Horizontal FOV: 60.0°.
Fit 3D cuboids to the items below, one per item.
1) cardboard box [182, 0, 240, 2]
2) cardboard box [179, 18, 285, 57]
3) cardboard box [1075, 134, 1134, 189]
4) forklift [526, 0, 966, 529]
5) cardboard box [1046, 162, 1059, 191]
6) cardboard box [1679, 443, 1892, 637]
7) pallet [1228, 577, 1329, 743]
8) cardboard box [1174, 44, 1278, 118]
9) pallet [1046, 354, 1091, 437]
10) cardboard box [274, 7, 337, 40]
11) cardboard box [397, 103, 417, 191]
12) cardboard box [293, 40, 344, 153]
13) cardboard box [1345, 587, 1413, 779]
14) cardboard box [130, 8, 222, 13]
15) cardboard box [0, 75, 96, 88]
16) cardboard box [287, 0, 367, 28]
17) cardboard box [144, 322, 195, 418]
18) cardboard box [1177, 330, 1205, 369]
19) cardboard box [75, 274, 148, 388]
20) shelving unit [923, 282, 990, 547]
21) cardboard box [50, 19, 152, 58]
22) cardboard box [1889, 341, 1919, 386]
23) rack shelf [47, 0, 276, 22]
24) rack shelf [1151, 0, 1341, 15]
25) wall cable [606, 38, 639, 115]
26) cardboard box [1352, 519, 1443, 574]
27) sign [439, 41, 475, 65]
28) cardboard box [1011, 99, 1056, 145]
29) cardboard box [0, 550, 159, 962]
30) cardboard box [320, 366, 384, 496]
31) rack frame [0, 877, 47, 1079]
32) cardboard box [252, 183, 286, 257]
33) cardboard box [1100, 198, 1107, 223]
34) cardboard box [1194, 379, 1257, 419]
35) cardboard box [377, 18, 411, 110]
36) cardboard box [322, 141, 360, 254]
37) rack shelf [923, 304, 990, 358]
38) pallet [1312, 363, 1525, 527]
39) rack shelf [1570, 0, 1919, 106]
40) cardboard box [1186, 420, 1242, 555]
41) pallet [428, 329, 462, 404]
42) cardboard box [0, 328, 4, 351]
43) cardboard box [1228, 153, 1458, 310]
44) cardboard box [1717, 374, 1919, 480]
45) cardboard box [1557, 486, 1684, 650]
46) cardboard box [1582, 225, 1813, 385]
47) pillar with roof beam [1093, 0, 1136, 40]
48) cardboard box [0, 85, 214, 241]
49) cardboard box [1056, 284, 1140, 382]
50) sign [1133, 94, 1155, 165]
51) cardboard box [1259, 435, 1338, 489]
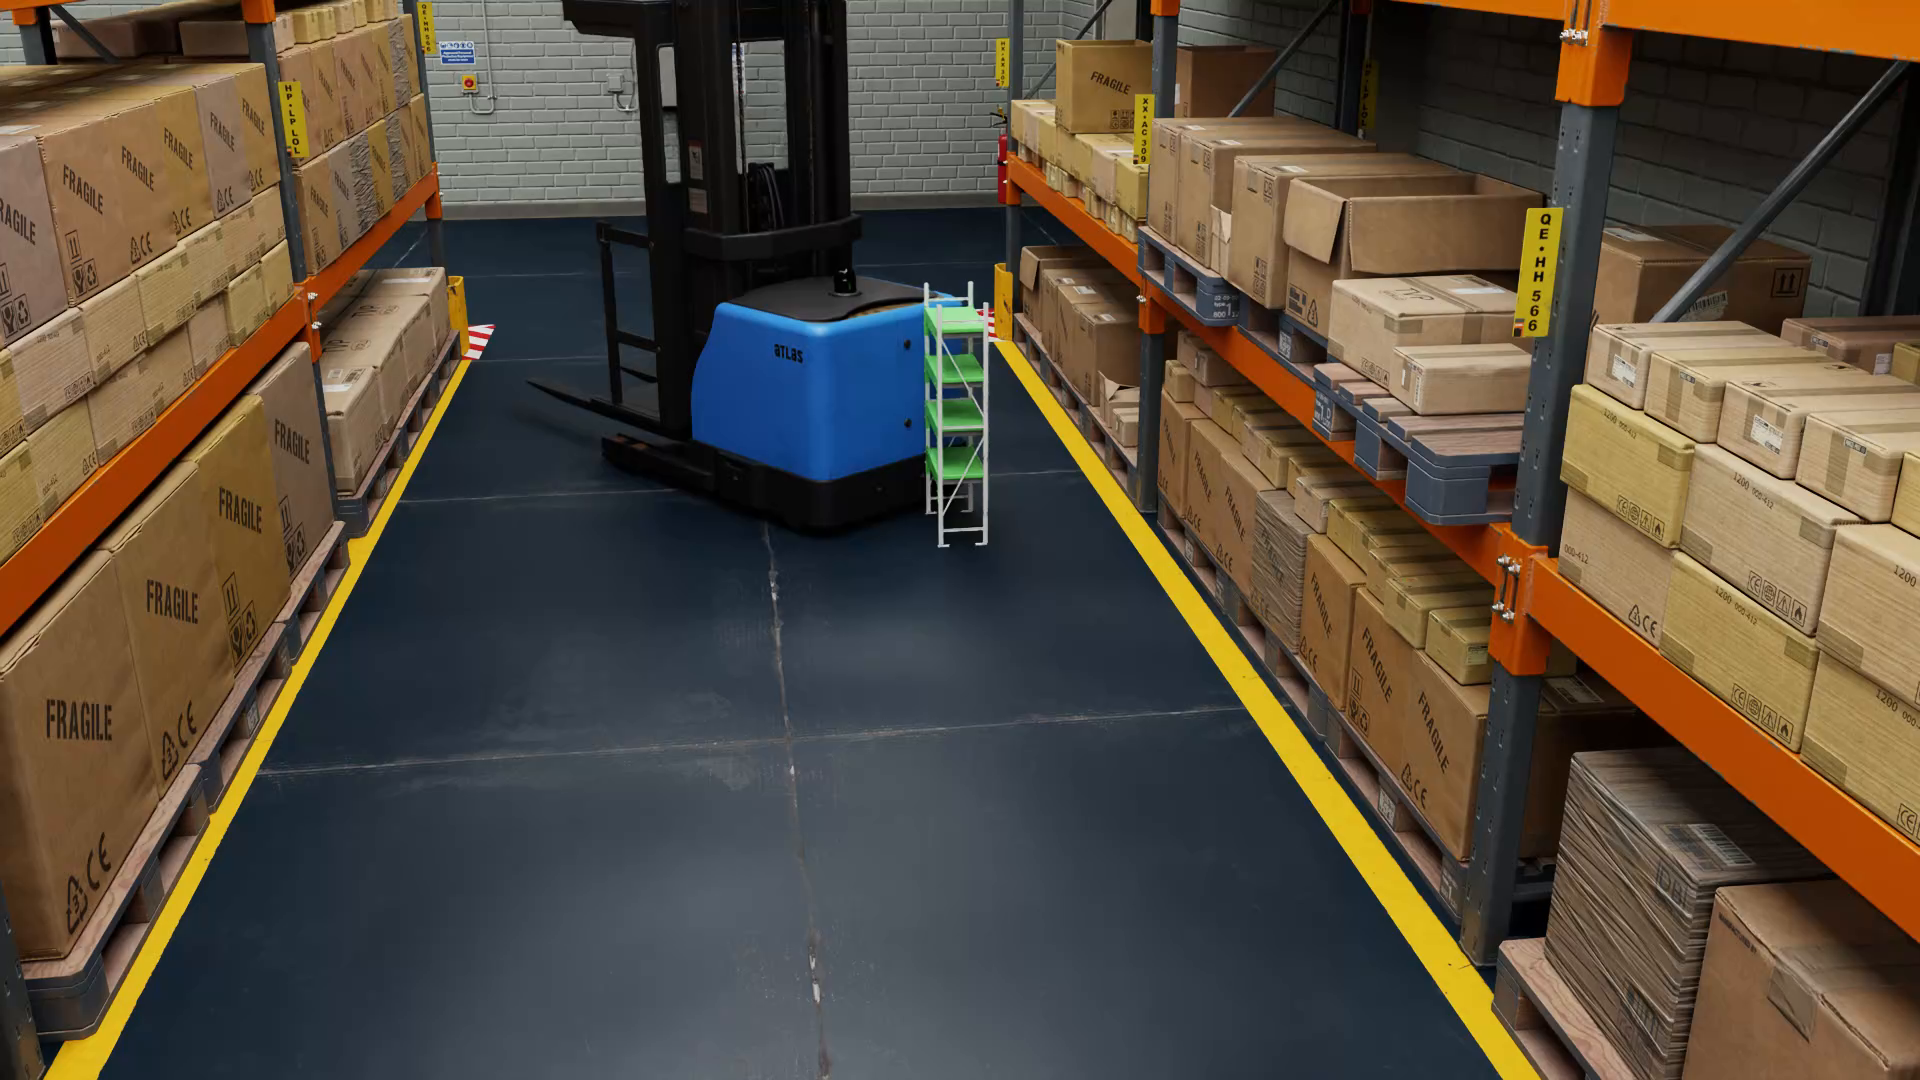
[{"bbox_3d":[-4.123,-2.947,9.320,0.380,0.149,0.250,-3,21,-7],"label":"cardboard box"},{"bbox_3d":[-3.284,-2.271,7.510,0.380,0.149,0.250,-3,21,-9],"label":"cardboard box"},{"bbox_3d":[0.955,-2.160,9.502,0.500,0.250,0.500,-3,21,-8],"label":"cardboard box"},{"bbox_3d":[-1.364,-1.854,8.991,1.130,2.935,3.031,-19,28,-41],"label":"forklift"},{"bbox_3d":[0.751,-2.272,10.372,0.380,0.149,0.250,-4,21,-9],"label":"cardboard box"},{"bbox_3d":[1.885,-0.021,3.484,0.500,0.250,0.500,-2,21,-6],"label":"cardboard box"},{"bbox_3d":[1.749,0.428,6.768,1.003,0.211,1.213,-3,21,-8],"label":"pallet"},{"bbox_3d":[1.464,-2.531,9.422,0.500,0.500,0.500,-3,21,-9],"label":"cardboard box"},{"bbox_3d":[1.138,-0.936,10.420,1.003,0.211,1.213,-3,21,-8],"label":"pallet"},{"bbox_3d":[-3.401,-2.628,8.466,0.380,0.149,0.250,-4,21,-9],"label":"cardboard box"},{"bbox_3d":[-3.684,-2.433,10.300,0.500,0.500,0.500,-3,21,-9],"label":"cardboard box"},{"bbox_3d":[-3.391,-2.197,8.239,0.500,0.500,0.500,-3,21,-8],"label":"cardboard box"},{"bbox_3d":[1.657,0.469,5.646,0.500,0.500,0.500,-3,21,-9],"label":"cardboard box"},{"bbox_3d":[-3.938,-2.594,8.376,0.380,0.149,0.250,-3,21,-8],"label":"cardboard box"},{"bbox_3d":[-3.616,-1.503,6.382,0.500,0.500,0.500,-3,21,-8],"label":"cardboard box"},{"bbox_3d":[-3.584,-2.980,9.410,0.380,0.149,0.250,-2,21,-6],"label":"cardboard box"},{"bbox_3d":[-2.977,-0.586,5.712,0.500,0.250,0.500,-3,21,-8],"label":"cardboard box"},{"bbox_3d":[1.264,-0.915,8.000,0.380,0.149,0.250,-3,21,-9],"label":"cardboard box"},{"bbox_3d":[-2.881,-0.649,5.165,0.500,0.250,0.500,-3,21,-8],"label":"cardboard box"},{"bbox_3d":[-0.020,-0.619,8.156,0.258,1.200,0.503,-3,21,-8],"label":"shelving unit"},{"bbox_3d":[-3.855,-2.239,7.425,0.380,0.149,0.250,-3,21,-9],"label":"cardboard box"},{"bbox_3d":[2.388,-0.359,3.822,0.380,0.149,0.250,-2,21,-6],"label":"cardboard box"},{"bbox_3d":[-3.784,-3.090,8.944,1.077,0.370,4.000,-3,21,-8],"label":"rack shelf"},{"bbox_3d":[1.127,-3.342,9.617,1.077,0.370,4.000,-3,21,-8],"label":"rack shelf"},{"bbox_3d":[-3.507,-5.217,16.445,0.588,1.984,0.122,-3,21,-8],"label":"wall cable"},{"bbox_3d":[1.613,0.036,5.878,0.380,0.149,0.250,-2,21,-6],"label":"cardboard box"},{"bbox_3d":[-4.965,-4.811,16.423,0.327,0.218,0.001,-3,21,-8],"label":"sign"},{"bbox_3d":[0.638,-2.864,11.388,0.500,0.250,0.500,-3,21,-7],"label":"cardboard box"},{"bbox_3d":[-2.937,0.611,4.730,0.875,0.875,0.875,-3,21,-8],"label":"cardboard box"},{"bbox_3d":[-3.480,-0.549,8.460,0.875,0.438,0.875,-3,21,-9],"label":"cardboard box"},{"bbox_3d":[-2.919,0.055,3.781,1.000,3.000,0.127,-3,21,-8],"label":"rack frame"},{"bbox_3d":[-3.192,-1.353,7.051,0.500,0.250,0.500,-3,21,-8],"label":"cardboard box"},{"bbox_3d":[0.988,-1.831,9.191,0.380,0.149,0.250,-2,21,-6],"label":"cardboard box"},{"bbox_3d":[1.320,-0.681,7.798,0.380,0.149,0.250,-3,21,-9],"label":"cardboard box"},{"bbox_3d":[-3.663,-2.895,10.109,0.500,0.500,0.500,-3,21,-8],"label":"cardboard box"},{"bbox_3d":[-3.373,-1.726,8.408,0.500,0.500,0.500,-3,21,-7],"label":"cardboard box"},{"bbox_3d":[-0.021,-1.009,8.011,0.258,0.148,0.480,-3,21,-8],"label":"rack shelf"},{"bbox_3d":[1.825,-0.337,5.107,1.213,0.211,1.003,-3,21,-8],"label":"pallet"},{"bbox_3d":[2.280,-0.572,2.201,1.077,0.370,4.000,-3,21,-8],"label":"rack shelf"},{"bbox_3d":[1.349,-0.244,7.555,0.500,0.500,0.500,-3,21,-8],"label":"cardboard box"},{"bbox_3d":[-3.880,-1.135,10.954,1.003,0.211,1.213,-3,21,-8],"label":"pallet"},{"bbox_3d":[-2.748,-0.643,4.078,0.500,0.500,0.500,-4,21,-10],"label":"cardboard box"},{"bbox_3d":[1.452,-1.195,6.385,0.700,0.500,0.500,-3,21,-8],"label":"cardboard box"},{"bbox_3d":[1.849,-0.242,3.506,0.380,0.149,0.250,-2,21,-6],"label":"cardboard box"},{"bbox_3d":[1.814,0.040,4.036,0.500,0.250,0.500,-3,21,-8],"label":"cardboard box"},{"bbox_3d":[2.073,-0.626,4.862,0.500,0.500,0.500,-2,21,-5],"label":"cardboard box"},{"bbox_3d":[-2.918,-6.538,12.861,9.100,9.000,0.400,-3,21,-8],"label":"pillar with roof beam"},{"bbox_3d":[-3.047,-1.347,5.965,0.500,0.500,0.500,-2,21,-6],"label":"cardboard box"},{"bbox_3d":[0.895,-1.289,10.353,0.500,0.500,0.500,-3,21,-7],"label":"cardboard box"},{"bbox_3d":[0.880,-1.957,7.930,0.100,0.325,0.005,-3,21,-8],"label":"sign"},{"bbox_3d":[1.454,-0.324,6.842,0.380,0.149,0.250,-2,21,-6],"label":"cardboard box"}]
